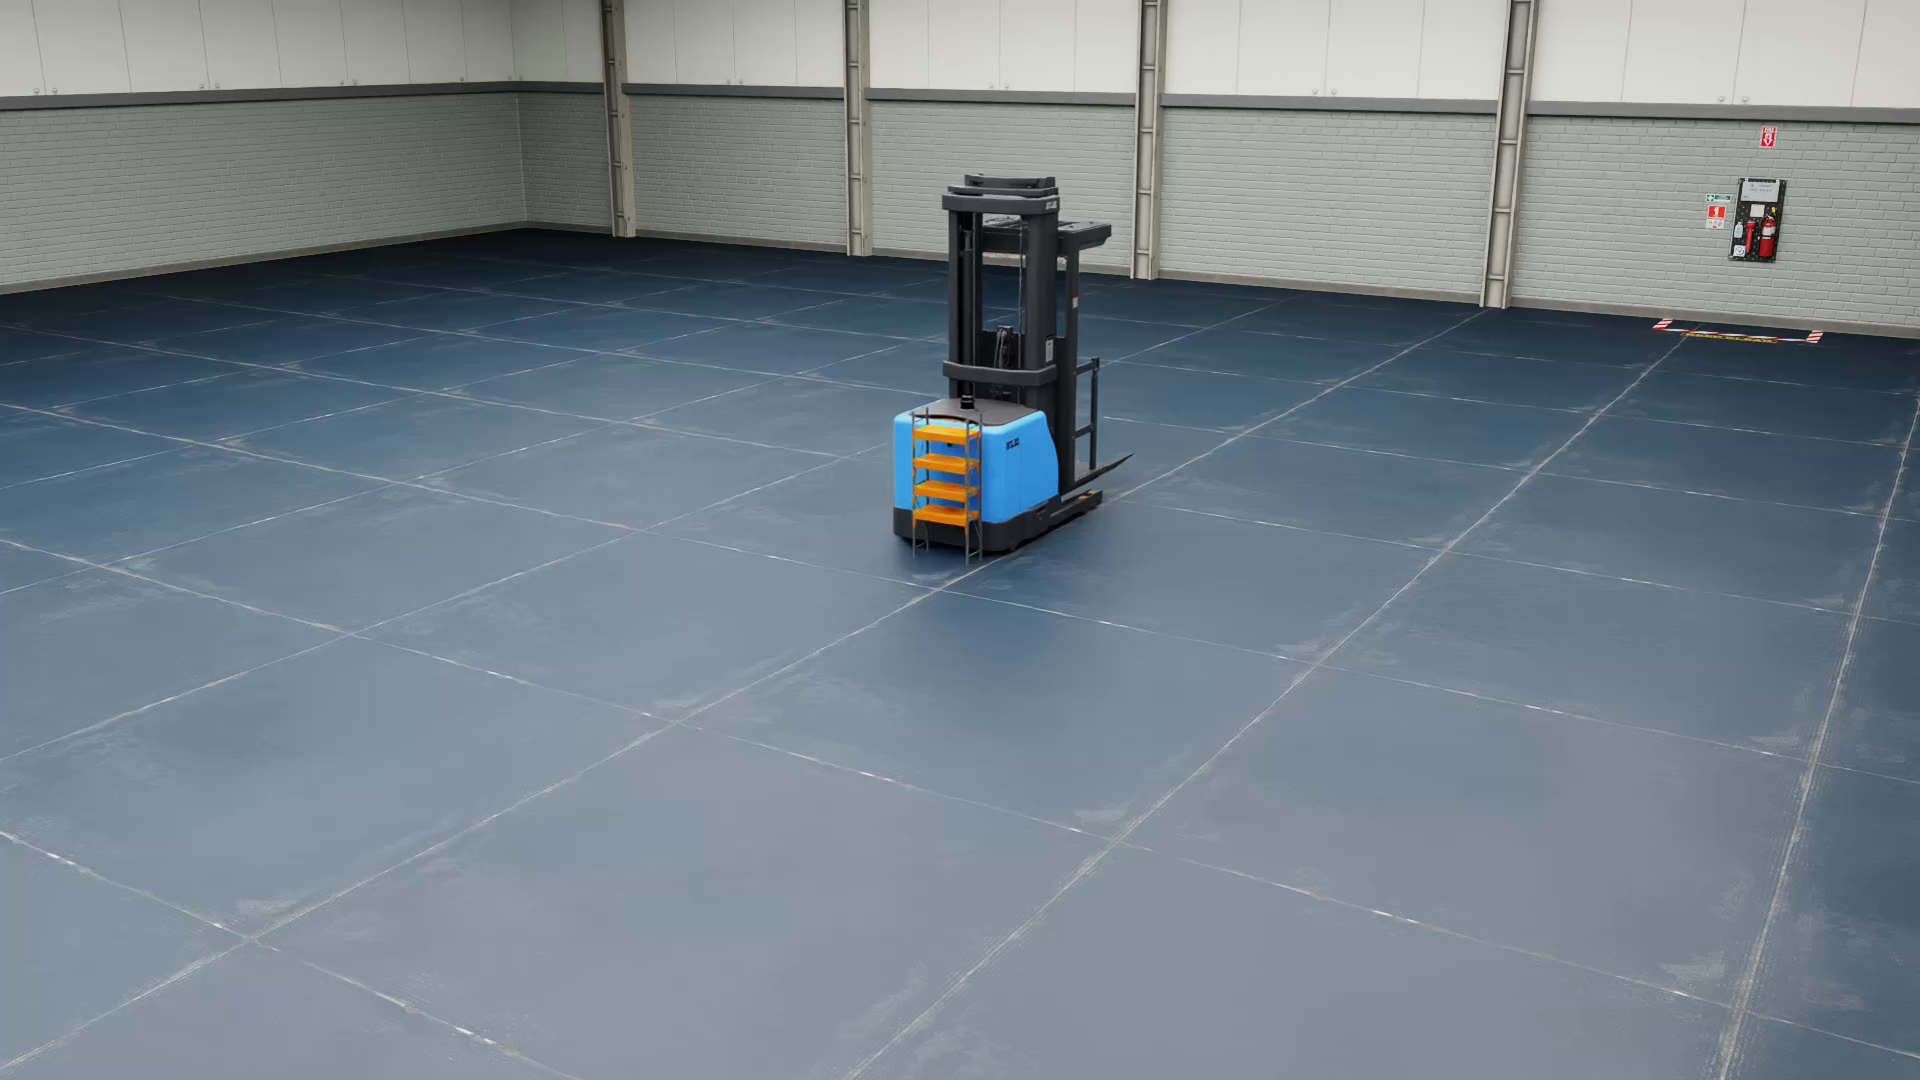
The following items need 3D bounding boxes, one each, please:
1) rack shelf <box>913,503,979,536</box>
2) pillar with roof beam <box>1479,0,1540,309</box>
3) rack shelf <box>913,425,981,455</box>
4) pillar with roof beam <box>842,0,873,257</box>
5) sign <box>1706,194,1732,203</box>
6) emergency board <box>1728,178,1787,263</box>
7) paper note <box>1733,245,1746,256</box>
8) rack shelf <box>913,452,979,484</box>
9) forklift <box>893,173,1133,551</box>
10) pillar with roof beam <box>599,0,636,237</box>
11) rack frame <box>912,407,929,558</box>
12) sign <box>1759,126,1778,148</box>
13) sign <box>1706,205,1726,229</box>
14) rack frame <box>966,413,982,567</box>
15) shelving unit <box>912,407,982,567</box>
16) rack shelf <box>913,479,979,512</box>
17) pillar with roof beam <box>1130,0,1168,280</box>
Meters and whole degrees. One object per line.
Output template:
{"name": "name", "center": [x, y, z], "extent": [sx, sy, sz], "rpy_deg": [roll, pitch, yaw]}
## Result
{"name": "rack shelf", "center": [-0.102, -0.168, 13.285], "extent": [0.480, 0.148, 0.258], "rpy_deg": [9, 19, 28]}
{"name": "pillar with roof beam", "center": [6.057, -6.871, 21.018], "extent": [0.400, 9.000, 9.100], "rpy_deg": [10, 20, 30]}
{"name": "rack shelf", "center": [-0.102, -0.798, 13.093], "extent": [0.480, 0.148, 0.258], "rpy_deg": [9, 19, 28]}
{"name": "pillar with roof beam", "center": [-4.168, -8.696, 27.027], "extent": [0.400, 9.000, 9.100], "rpy_deg": [10, 20, 30]}
{"name": "sign", "center": [10.919, -4.917, 23.933], "extent": [0.331, 0.109, 0.001], "rpy_deg": [10, 20, 30]}
{"name": "emergency board", "center": [11.337, -4.539, 23.664], "extent": [0.643, 1.169, 0.194], "rpy_deg": [10, 20, 30]}
{"name": "paper note", "center": [11.222, -4.162, 23.937], "extent": [0.142, 0.148, 0.016], "rpy_deg": [10, 20, 30]}
{"name": "rack shelf", "center": [-0.102, -0.572, 13.162], "extent": [0.480, 0.148, 0.258], "rpy_deg": [9, 19, 28]}
{"name": "forklift", "center": [0.613, -1.687, 14.393], "extent": [1.130, 2.935, 3.031], "rpy_deg": [9, 19, 28]}
{"name": "pillar with roof beam", "center": [-9.281, -9.609, 30.031], "extent": [0.400, 9.000, 9.100], "rpy_deg": [10, 20, 30]}
{"name": "rack frame", "center": [-0.315, -0.457, 13.321], "extent": [0.015, 1.200, 0.240], "rpy_deg": [9, 19, 28]}
{"name": "sign", "center": [11.382, -5.674, 23.412], "extent": [0.199, 0.298, 0.001], "rpy_deg": [10, 20, 30]}
{"name": "sign", "center": [10.920, -4.666, 24.020], "extent": [0.234, 0.329, 0.001], "rpy_deg": [10, 20, 30]}
{"name": "rack frame", "center": [0.111, -0.388, 13.094], "extent": [0.015, 1.200, 0.240], "rpy_deg": [9, 19, 28]}
{"name": "shelving unit", "center": [-0.102, -0.422, 13.208], "extent": [0.503, 1.200, 0.258], "rpy_deg": [9, 19, 28]}
{"name": "rack shelf", "center": [-0.102, -0.358, 13.227], "extent": [0.480, 0.148, 0.258], "rpy_deg": [9, 19, 28]}
{"name": "pillar with roof beam", "center": [0.944, -7.783, 24.022], "extent": [0.400, 9.000, 9.100], "rpy_deg": [10, 20, 30]}
